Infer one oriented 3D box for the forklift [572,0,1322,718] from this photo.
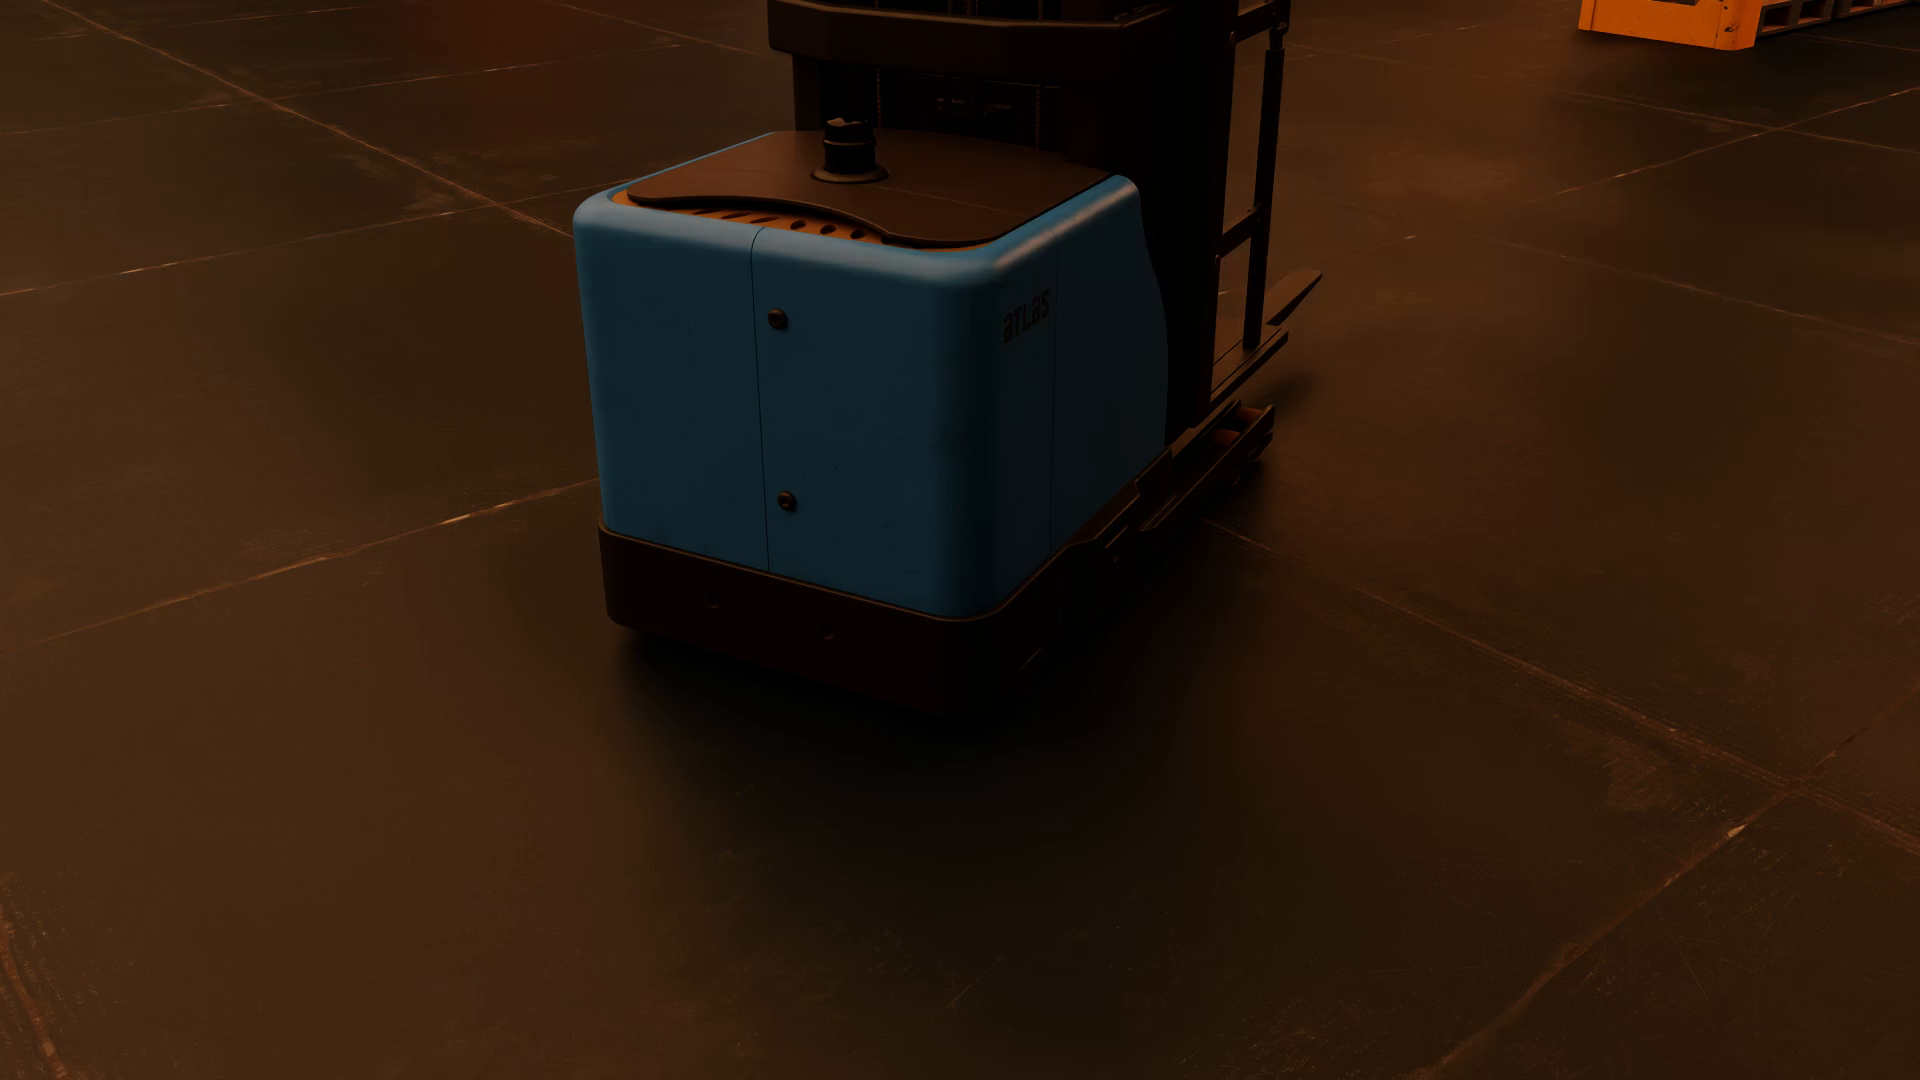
[{"bbox_3d":[0.285,-1.552,4.331,1.130,2.935,3.031,13,29,25],"label":"forklift"}]
